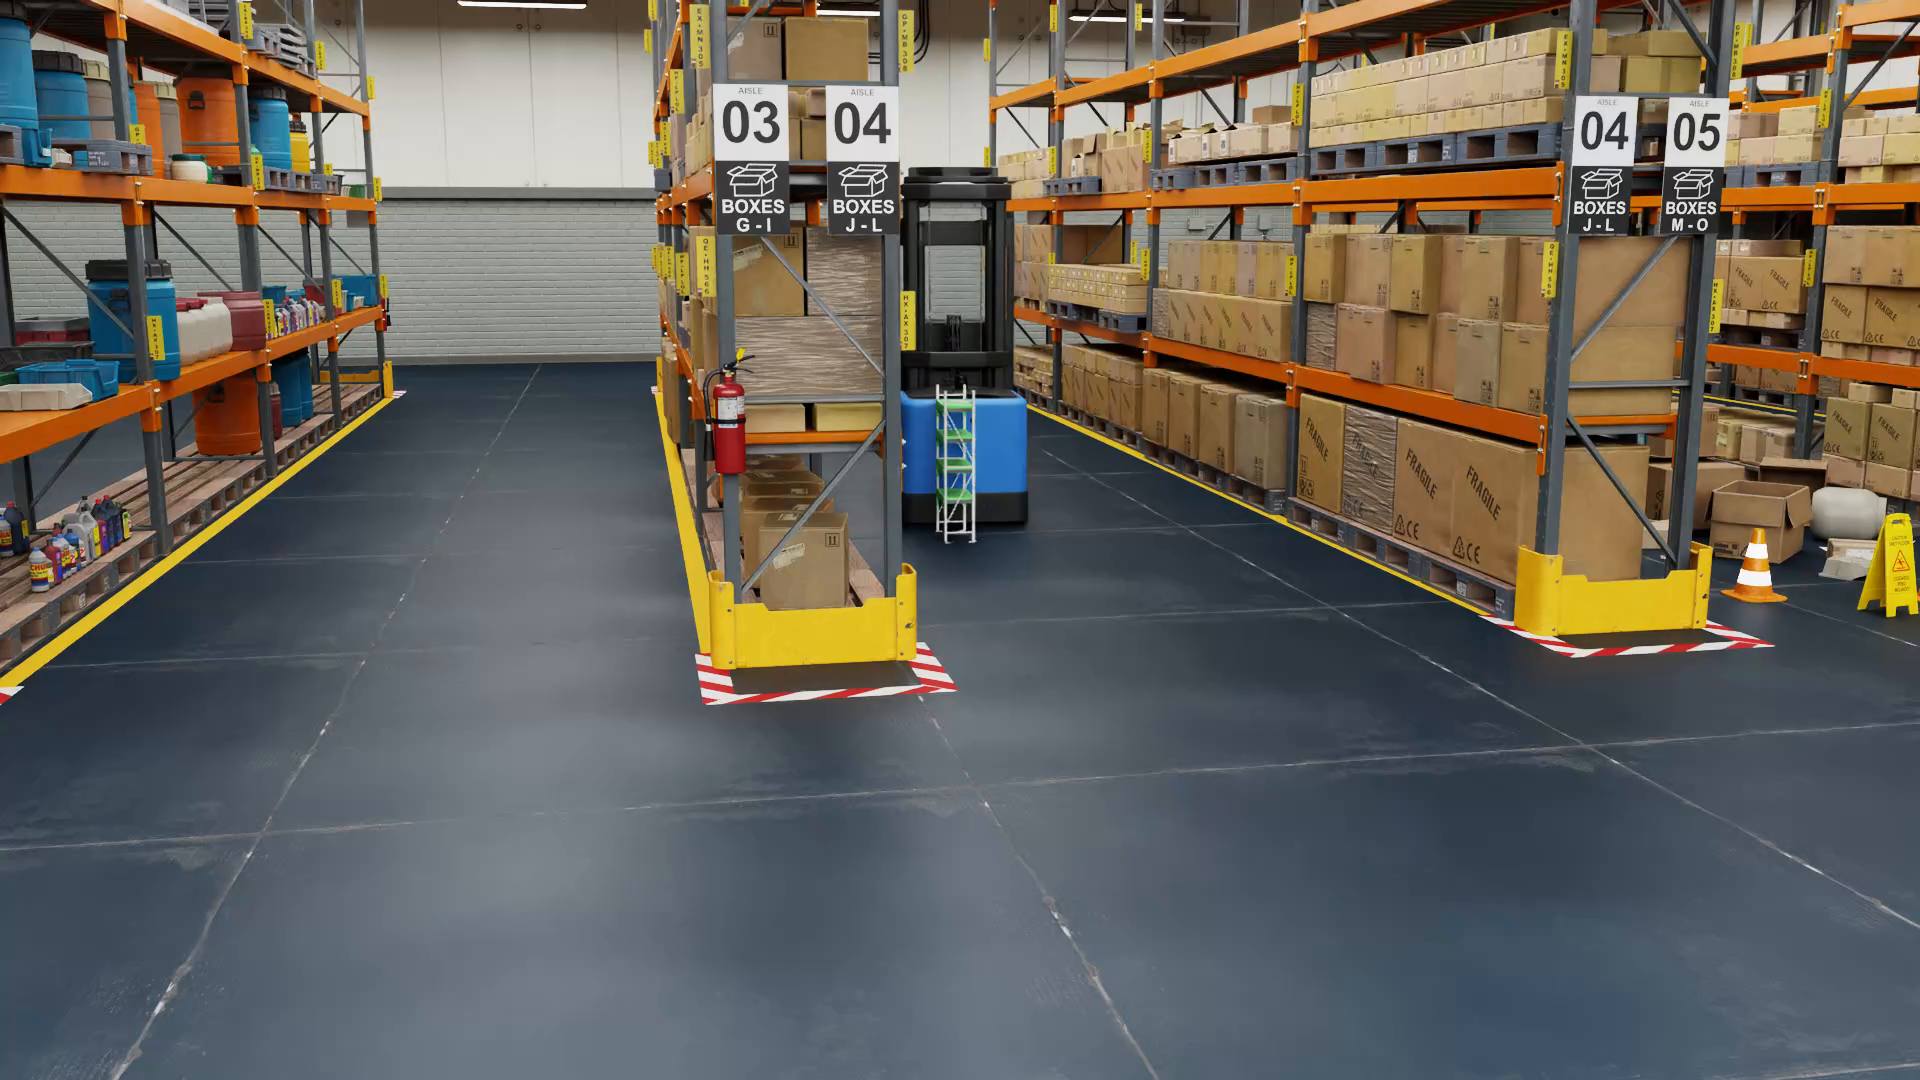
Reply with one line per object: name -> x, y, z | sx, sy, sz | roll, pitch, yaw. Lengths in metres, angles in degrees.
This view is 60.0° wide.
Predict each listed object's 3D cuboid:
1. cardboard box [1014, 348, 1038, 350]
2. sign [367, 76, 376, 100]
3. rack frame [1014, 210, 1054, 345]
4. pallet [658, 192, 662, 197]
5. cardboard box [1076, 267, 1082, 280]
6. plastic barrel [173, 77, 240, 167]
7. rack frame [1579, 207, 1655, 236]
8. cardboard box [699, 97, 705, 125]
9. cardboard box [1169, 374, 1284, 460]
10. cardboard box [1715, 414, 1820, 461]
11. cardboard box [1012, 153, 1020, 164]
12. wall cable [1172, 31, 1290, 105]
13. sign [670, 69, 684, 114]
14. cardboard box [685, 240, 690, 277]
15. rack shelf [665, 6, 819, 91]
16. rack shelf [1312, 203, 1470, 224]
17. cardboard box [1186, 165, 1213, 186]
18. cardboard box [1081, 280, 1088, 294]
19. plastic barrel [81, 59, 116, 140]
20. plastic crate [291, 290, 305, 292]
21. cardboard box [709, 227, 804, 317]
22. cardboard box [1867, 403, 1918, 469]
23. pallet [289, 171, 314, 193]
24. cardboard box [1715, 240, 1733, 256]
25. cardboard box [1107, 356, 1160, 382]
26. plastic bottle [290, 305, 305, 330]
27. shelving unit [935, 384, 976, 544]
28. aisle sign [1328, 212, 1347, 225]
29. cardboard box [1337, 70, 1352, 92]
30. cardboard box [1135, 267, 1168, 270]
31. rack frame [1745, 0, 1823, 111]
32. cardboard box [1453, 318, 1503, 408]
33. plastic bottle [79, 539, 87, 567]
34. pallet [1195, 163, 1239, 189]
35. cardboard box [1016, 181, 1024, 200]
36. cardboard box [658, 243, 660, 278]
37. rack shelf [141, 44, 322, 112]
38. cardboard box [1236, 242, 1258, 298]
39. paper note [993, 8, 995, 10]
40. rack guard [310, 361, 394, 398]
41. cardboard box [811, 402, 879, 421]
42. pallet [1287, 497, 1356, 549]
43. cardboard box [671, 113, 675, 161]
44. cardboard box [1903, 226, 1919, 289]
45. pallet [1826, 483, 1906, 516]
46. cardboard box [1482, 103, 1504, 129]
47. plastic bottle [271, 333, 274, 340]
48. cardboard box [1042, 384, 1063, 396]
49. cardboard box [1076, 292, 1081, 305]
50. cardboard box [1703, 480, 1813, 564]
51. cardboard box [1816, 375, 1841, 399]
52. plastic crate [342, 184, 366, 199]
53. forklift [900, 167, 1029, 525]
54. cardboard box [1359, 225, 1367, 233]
cardboard box -> 0.934, -2.728, 24.415 | 0.380, 0.149, 0.250 | -3, 11, -14
sign -> -8.266, -6.347, 23.340 | 0.100, 0.325, 0.005 | -2, 11, -11
rack frame -> 0.941, -3.877, 25.546 | 1.000, 3.000, 0.127 | -2, 11, -11
pallet -> -3.790, -5.010, 23.711 | 1.003, 0.211, 1.213 | -2, 11, -11
cardboard box -> 1.596, -3.193, 19.907 | 0.380, 0.149, 0.250 | -2, 11, -9
plastic barrel -> -7.354, -4.063, 16.228 | 0.600, 0.830, 0.708 | -2, 11, -11
rack frame -> 7.332, -2.609, 18.880 | 1.000, 3.000, 0.127 | -2, 11, -11
cardboard box -> -1.361, -2.560, 9.936 | 0.380, 0.149, 0.250 | -2, 11, -11
cardboard box -> 2.700, -1.236, 16.563 | 1.050, 0.750, 0.750 | -2, 11, -10
cardboard box -> 7.863, -1.018, 16.430 | 0.950, 0.372, 0.625 | -1, 11, -7
cardboard box -> 0.952, -5.411, 23.581 | 0.380, 0.149, 0.250 | -2, 11, -9
wall cable -> 5.132, -8.083, 31.597 | 2.355, 3.000, 0.029 | -2, 11, -11
sign -> -2.154, -3.415, 12.657 | 0.100, 0.325, 0.005 | -2, 11, -11
cardboard box -> -2.515, -2.925, 17.592 | 0.797, 0.503, 0.637 | -2, 11, -9
rack shelf -> -1.999, -4.279, 14.604 | 1.077, 0.370, 4.000 | -2, 11, -11
rack shelf -> 6.165, -4.829, 24.449 | 1.077, 0.370, 4.000 | -2, 11, -11
cardboard box -> 2.646, -4.047, 18.149 | 0.500, 0.500, 0.500 | -2, 11, -11
cardboard box -> 1.650, -2.997, 19.674 | 0.380, 0.149, 0.250 | -2, 11, -12
plastic barrel -> -6.908, -3.260, 12.938 | 0.600, 0.901, 0.600 | 0, 11, 0
plastic crate -> -8.950, -3.305, 22.824 | 0.416, 0.233, 0.300 | -2, 11, -11
cardboard box -> -1.182, -1.559, 9.630 | 0.500, 0.500, 0.500 | -2, 11, -11
cardboard box -> 8.076, -0.883, 14.040 | 0.500, 0.500, 0.500 | -2, 11, -9
pallet -> -7.553, -3.835, 17.803 | 1.003, 0.211, 1.213 | -2, 11, -11
cardboard box -> 7.576, -2.847, 16.212 | 0.380, 0.149, 0.250 | -3, 11, -13
cardboard box -> 1.997, -1.965, 19.055 | 0.500, 0.250, 0.500 | -2, 11, -10
plastic bottle -> -7.436, -2.496, 18.621 | 0.152, 0.276, 0.135 | -2, 11, -11
shelving unit -> -0.037, -0.610, 13.194 | 0.258, 1.200, 0.503 | -1, 11, -8
aisle sign -> 6.067, -5.378, 26.475 | 0.394, 0.787, 0.004 | -2, 11, -11
cardboard box -> 3.112, -3.502, 12.697 | 0.380, 0.149, 0.250 | -2, 11, -12
cardboard box -> 2.295, -3.164, 19.756 | 0.380, 0.149, 0.250 | -2, 11, -12
rack frame -> 11.423, -6.471, 23.126 | 1.000, 3.000, 0.127 | -2, 11, -11
cardboard box -> 3.807, -1.183, 10.989 | 0.875, 0.550, 0.550 | -2, 11, -11
plastic bottle -> -5.883, 0.077, 11.079 | 0.097, 0.201, 0.097 | 0, 11, 0
pallet -> 2.894, -3.470, 15.887 | 1.003, 0.211, 1.213 | -2, 11, -8
cardboard box -> 1.078, -4.900, 23.297 | 0.500, 0.250, 0.500 | -2, 11, -11
cardboard box -> -4.019, -3.967, 23.616 | 0.500, 0.500, 0.500 | -2, 11, -12
rack shelf -> -7.636, -4.832, 17.512 | 1.077, 0.370, 4.000 | -2, 11, -11
cardboard box -> 2.972, -2.495, 15.340 | 0.700, 0.500, 0.500 | -2, 11, -11
paper note -> 0.502, -7.803, 24.426 | 0.001, 0.032, 0.123 | -2, 11, -11
rack guard -> -8.820, -2.312, 24.004 | 1.175, 0.500, 0.348 | -2, 11, -11
cardboard box -> -0.684, -0.765, 9.866 | 0.380, 0.149, 0.250 | -2, 11, -11
pallet -> 3.346, -0.164, 13.496 | 1.003, 0.211, 1.213 | -2, 11, -11
cardboard box -> -2.454, -3.828, 15.659 | 0.500, 0.500, 0.500 | -2, 11, -11
cardboard box -> 8.132, -2.285, 13.445 | 0.700, 0.500, 0.500 | -2, 11, -12
pallet -> 8.276, -0.383, 14.646 | 1.003, 0.211, 1.213 | -2, 11, -11
cardboard box -> 3.557, -2.691, 10.569 | 0.380, 0.149, 0.250 | -2, 11, -10
plastic bottle -> -7.104, -2.183, 16.977 | 0.152, 0.276, 0.135 | -2, 11, -11
cardboard box -> 1.308, -2.009, 22.232 | 0.380, 0.149, 0.250 | -2, 11, -10
cardboard box -> 1.603, -2.898, 19.951 | 0.380, 0.149, 0.250 | -2, 11, -12
cardboard box -> 6.063, -0.145, 12.614 | 0.637, 0.503, 0.797 | 9, 14, 38
cardboard box -> 11.597, -2.121, 21.878 | 0.500, 0.500, 0.500 | -3, 11, -13
plastic crate -> -8.331, -4.734, 22.593 | 0.450, 0.188, 0.336 | -2, 11, -11
forklift -> -0.098, -1.795, 14.788 | 1.130, 2.935, 3.031 | -1, 11, -6
cardboard box -> 5.996, -4.483, 24.051 | 0.380, 0.149, 0.250 | -2, 11, -12
